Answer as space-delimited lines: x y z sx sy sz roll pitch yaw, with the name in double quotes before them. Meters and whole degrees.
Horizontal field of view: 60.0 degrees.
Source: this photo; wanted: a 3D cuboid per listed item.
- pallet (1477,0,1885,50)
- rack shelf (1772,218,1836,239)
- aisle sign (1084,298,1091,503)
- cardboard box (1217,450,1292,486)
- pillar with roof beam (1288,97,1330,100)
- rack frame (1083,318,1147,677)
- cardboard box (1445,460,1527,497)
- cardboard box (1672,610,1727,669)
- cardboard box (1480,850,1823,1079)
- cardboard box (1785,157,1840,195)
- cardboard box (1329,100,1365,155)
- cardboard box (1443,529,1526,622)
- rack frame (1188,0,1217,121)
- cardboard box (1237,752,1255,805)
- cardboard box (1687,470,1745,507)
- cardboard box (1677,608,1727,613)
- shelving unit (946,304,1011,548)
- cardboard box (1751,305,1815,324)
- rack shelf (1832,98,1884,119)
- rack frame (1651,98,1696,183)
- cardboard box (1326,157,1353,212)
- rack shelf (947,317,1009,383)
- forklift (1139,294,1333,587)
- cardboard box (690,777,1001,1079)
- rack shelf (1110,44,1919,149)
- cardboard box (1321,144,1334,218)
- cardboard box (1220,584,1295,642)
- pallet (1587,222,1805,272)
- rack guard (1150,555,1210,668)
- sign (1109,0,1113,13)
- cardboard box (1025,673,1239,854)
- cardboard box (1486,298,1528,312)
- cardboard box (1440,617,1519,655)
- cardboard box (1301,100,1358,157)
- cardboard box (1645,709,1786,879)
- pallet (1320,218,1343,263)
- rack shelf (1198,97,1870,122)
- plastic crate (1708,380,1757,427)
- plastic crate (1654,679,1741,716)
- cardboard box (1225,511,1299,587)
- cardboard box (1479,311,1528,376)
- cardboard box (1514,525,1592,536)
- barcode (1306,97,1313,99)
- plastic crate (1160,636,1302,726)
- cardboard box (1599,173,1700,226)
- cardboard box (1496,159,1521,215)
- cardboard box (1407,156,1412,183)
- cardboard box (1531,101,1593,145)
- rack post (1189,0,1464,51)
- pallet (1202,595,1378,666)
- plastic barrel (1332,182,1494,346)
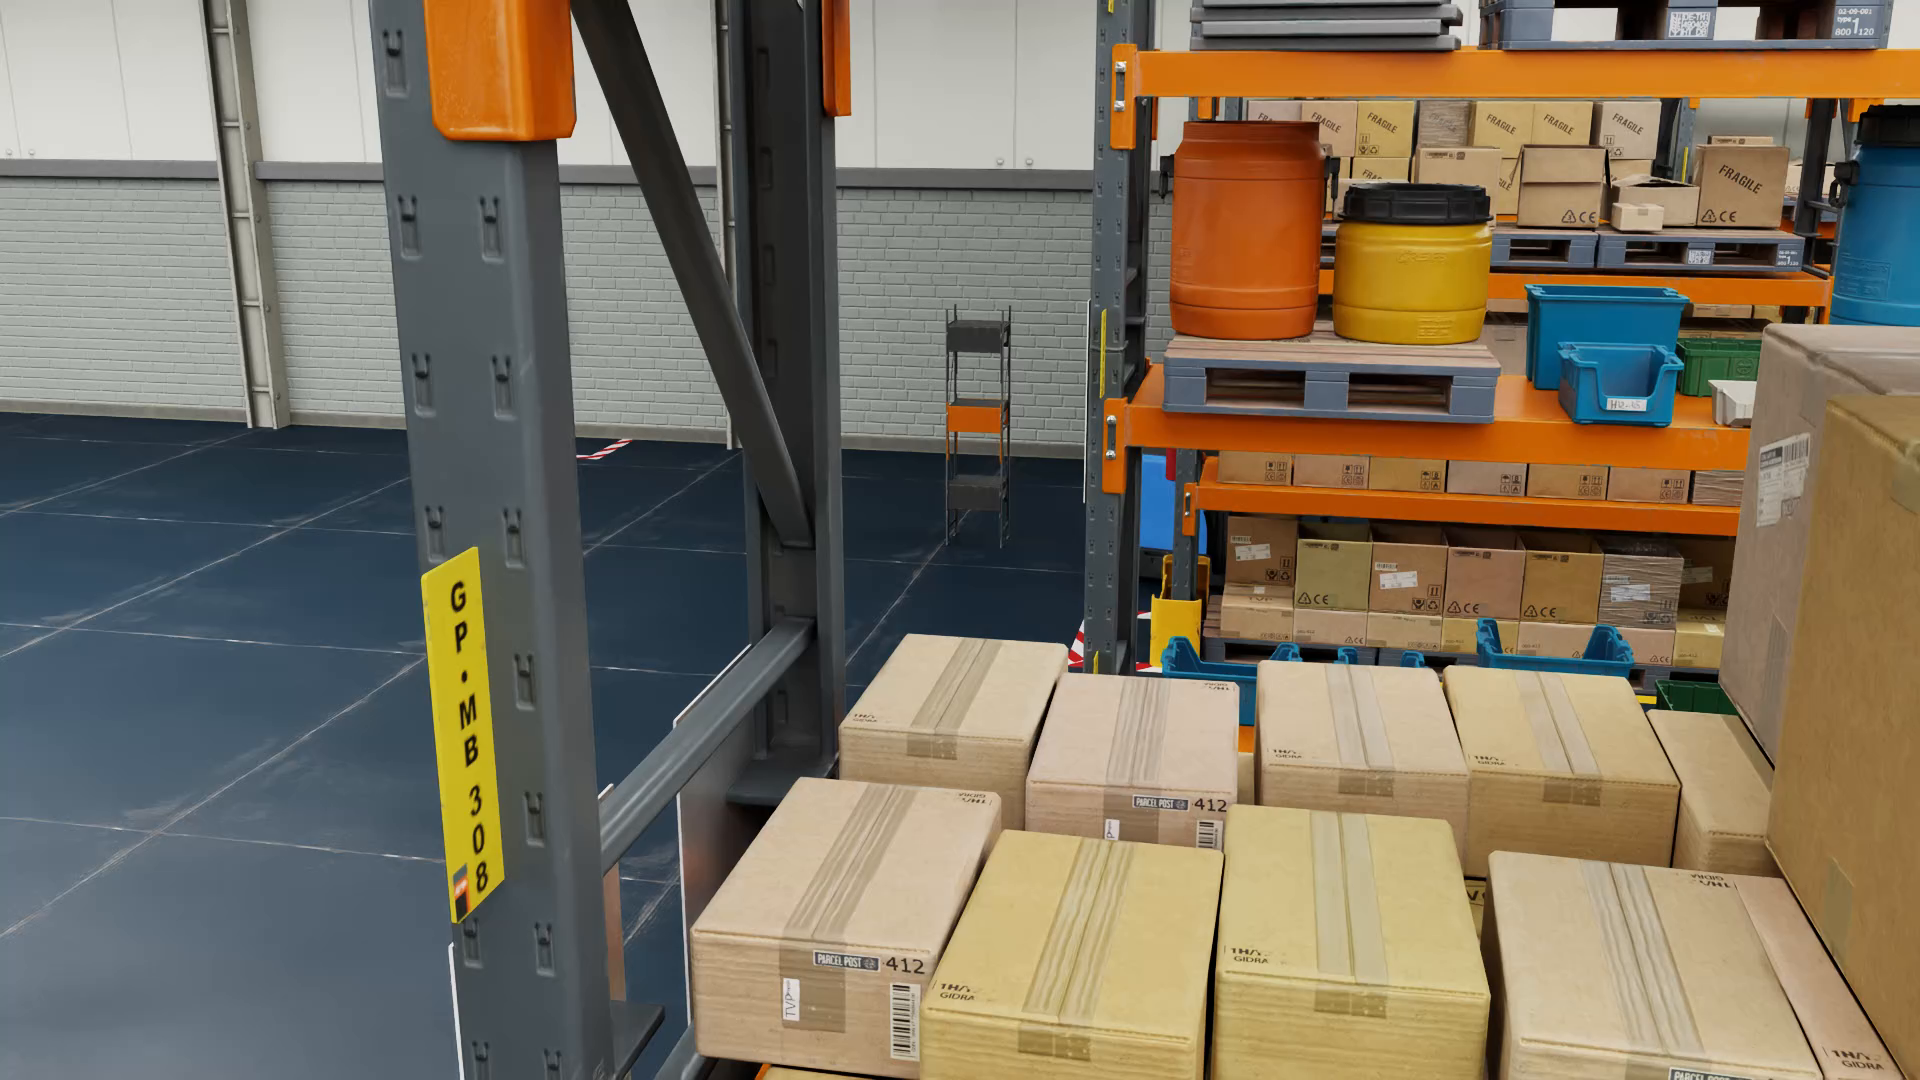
"pallet" 2.561 -1.892 6.069 1.213 0.211 1.003 3 16 11
"rack shelf" 8.508 -2.768 15.094 4.000 0.370 1.077 3 16 11
"aisle sign" 0.525 -0.577 6.585 0.004 0.787 0.394 3 16 11
"cardboard box" 2.099 -0.712 11.757 0.500 0.500 0.700 3 16 11
"pillar with roof beam" 2.628 -3.942 12.367 0.400 9.000 9.100 3 16 11
"rack frame" 0.654 0.603 7.195 0.127 3.000 1.000 3 16 11
"cardboard box" 3.617 -0.631 11.462 0.500 0.500 0.700 4 16 13
"cardboard box" 5.066 0.676 11.297 0.500 0.250 0.500 3 16 11
"cardboard box" 0.650 0.462 1.620 0.250 0.149 0.380 4 16 13
"cardboard box" 7.671 -3.298 15.039 0.500 0.311 0.500 4 16 13
"cardboard box" 3.639 -3.993 16.071 0.500 0.500 0.500 4 16 15
"cardboard box" 3.595 0.236 11.479 0.500 0.500 0.500 3 16 11
"rack frame" 1.644 -3.583 11.071 0.127 3.000 1.000 3 16 11
"cardboard box" 0.190 0.485 2.284 0.500 0.250 0.500 3 16 12
"cardboard box" 5.128 -0.550 11.170 0.500 0.500 0.700 3 16 10
"cardboard box" 5.170 0.539 11.790 0.500 0.250 0.500 3 16 11
"shelving unit" 0.162 -1.003 14.680 0.503 2.100 0.431 3 16 11
"cardboard box" 7.586 -1.968 15.467 0.500 0.500 0.700 5 16 17
"rack shelf" 7.524 -2.725 10.068 4.000 0.370 1.077 3 16 11
"rack frame" 6.548 -4.667 14.982 0.127 3.000 1.000 3 16 11
"cardboard box" 3.425 -3.371 15.697 0.500 0.500 0.500 4 16 15
"rack shelf" 0.162 -1.665 14.497 0.480 0.518 0.431 3 16 11
"forklift" 2.612 -1.068 13.357 3.031 2.935 1.130 7 17 24
"cardboard box" -0.109 0.409 1.812 0.250 0.149 0.380 3 16 11
"rack shelf" 2.614 -1.642 6.159 4.000 0.370 1.077 3 16 11
"cardboard box" 2.207 -2.426 11.269 0.637 0.503 0.797 4 16 15
"cardboard box" 2.126 0.517 11.870 0.500 0.250 0.500 3 16 11
"pallet" 4.723 -1.921 10.855 1.213 0.211 1.003 3 16 11
"rack guard" 1.621 0.511 12.210 0.348 0.500 1.175 3 16 11
"sign" 0.540 -2.043 5.903 0.005 0.325 0.100 3 16 11
"cardboard box" 0.233 0.311 2.164 0.250 0.149 0.380 3 16 9
"cardboard box" 5.041 -2.073 15.696 0.500 0.500 0.500 3 16 9
"cardboard box" 3.595 0.597 11.580 0.500 0.250 0.500 3 16 11
"cardboard box" 3.439 -3.850 15.554 0.500 0.500 0.500 3 16 10
"cardboard box" 0.991 0.350 2.024 0.250 0.149 0.380 3 16 12
"pallet" 2.332 -2.051 11.323 1.213 0.211 1.003 3 16 11
"rack shelf" 3.604 -2.938 10.836 4.000 0.370 1.077 3 16 11
"plastic crate" 2.920 -0.482 5.988 0.396 0.136 0.243 3 16 11
"plastic crate" 3.300 0.772 6.982 0.662 0.188 0.450 3 16 11
"cardboard box" 2.229 0.020 12.261 0.500 0.500 0.500 3 16 11
"cardboard box" 3.653 -1.255 11.286 0.500 0.500 0.700 3 16 11
"cardboard box" 4.192 0.122 11.891 0.500 0.500 0.500 3 16 11
"barcode" 3.423 -4.346 16.259 0.075 0.075 0.001 3 16 11
"plastic crate" 1.204 0.623 7.401 0.616 0.251 0.499 3 16 11
"cardboard box" 4.594 -2.276 11.090 0.500 0.311 0.500 2 16 8
"cardboard box" 4.960 -3.291 15.410 0.500 0.500 0.500 2 16 9
"cardboard box" 4.077 -3.485 16.112 0.500 0.500 0.500 2 16 9
"cardboard box" 5.461 -3.743 15.169 0.500 0.500 0.500 4 16 14
"rack post" 1.369 -1.973 6.195 0.954 0.300 0.937 5 16 17
"pallet" 2.402 0.681 12.137 1.213 0.211 1.003 3 16 11
"plastic barrel" 1.796 -1.108 6.614 0.600 0.588 0.600 0 15 0
